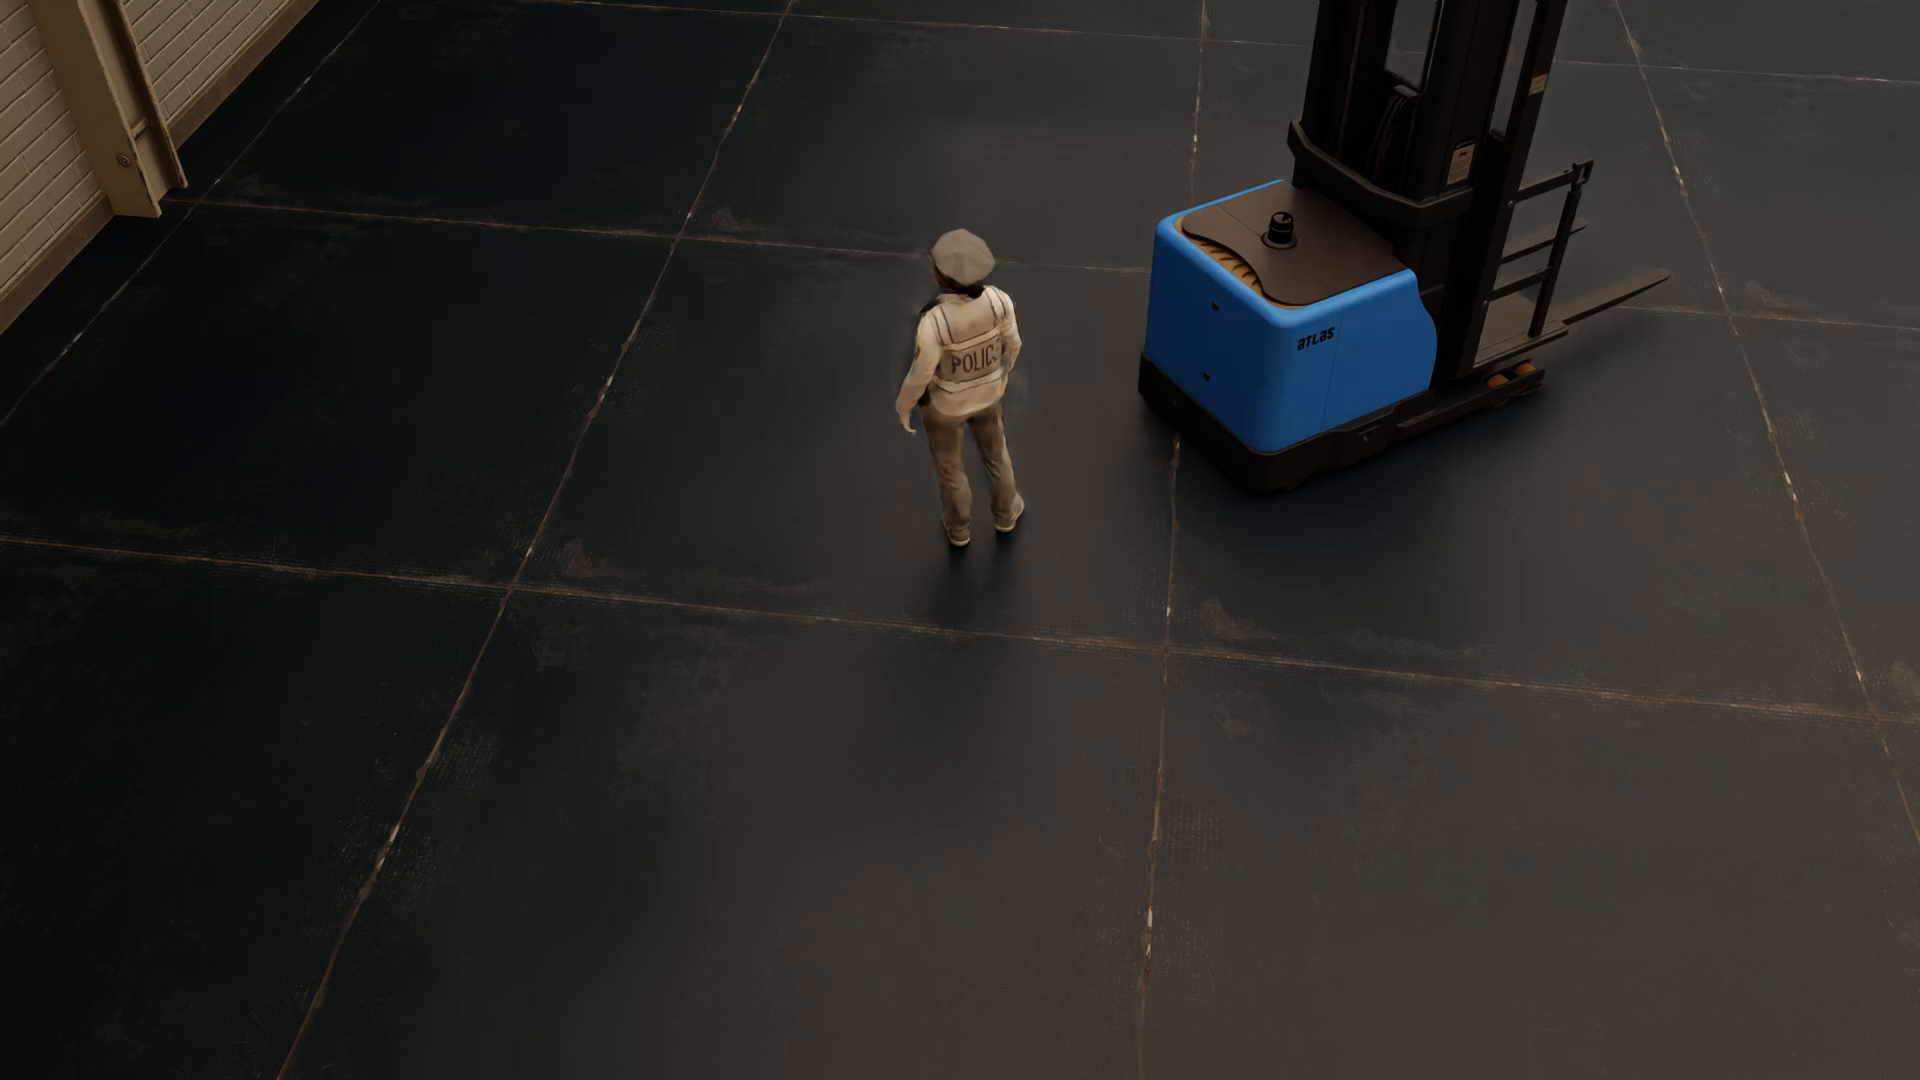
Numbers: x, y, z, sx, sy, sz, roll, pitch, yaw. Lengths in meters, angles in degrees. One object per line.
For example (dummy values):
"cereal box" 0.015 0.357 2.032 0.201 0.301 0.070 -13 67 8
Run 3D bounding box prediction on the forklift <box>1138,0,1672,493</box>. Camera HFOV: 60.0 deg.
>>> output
"forklift" 2.454 -2.055 7.962 3.031 2.935 1.130 -22 47 -22

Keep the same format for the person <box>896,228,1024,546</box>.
"person" 0.039 -0.652 7.341 0.693 1.696 0.397 -22 47 -22
